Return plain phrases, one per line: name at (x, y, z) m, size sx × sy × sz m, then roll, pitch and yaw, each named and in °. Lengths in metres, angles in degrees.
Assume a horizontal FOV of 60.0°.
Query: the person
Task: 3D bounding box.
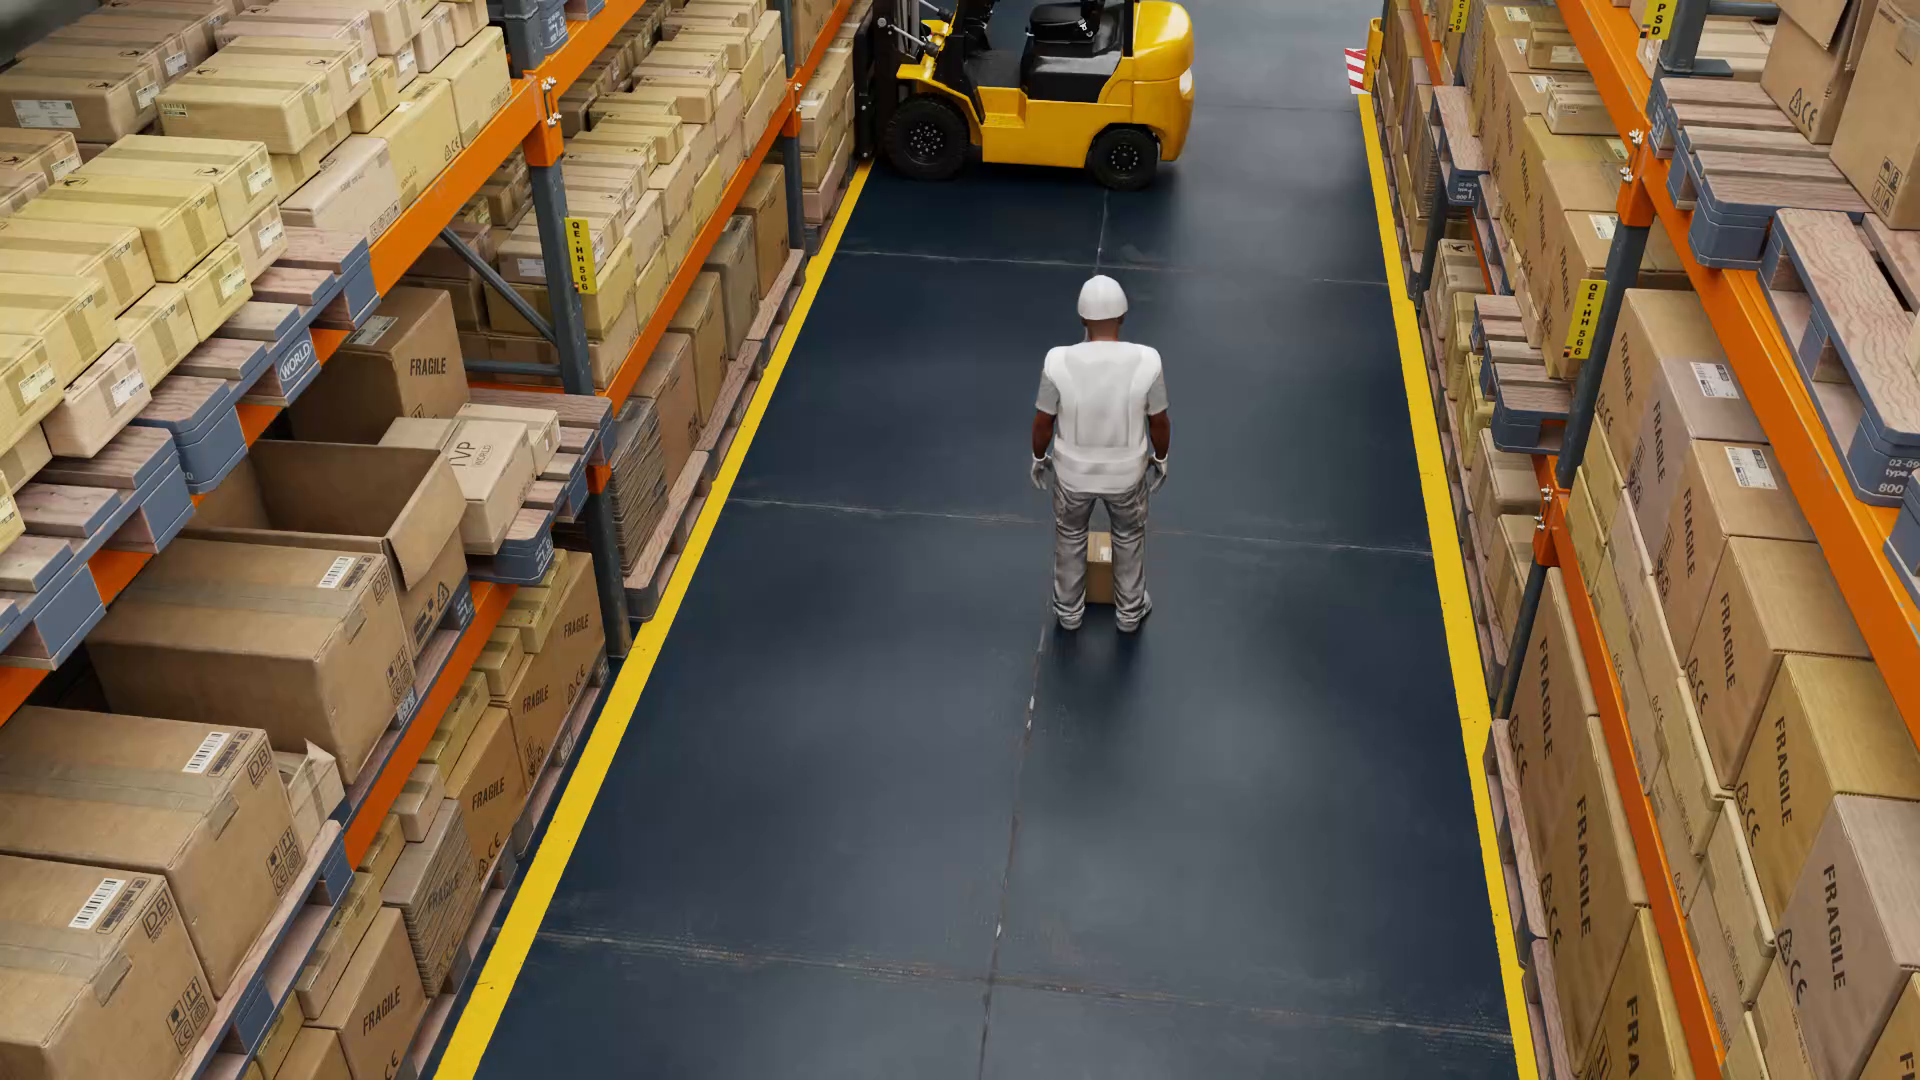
person at (0.632, -0.349, 7.518) m, size 0.623 × 1.771 × 0.450 m, roll 2°, pitch 36°, yaw 3°
